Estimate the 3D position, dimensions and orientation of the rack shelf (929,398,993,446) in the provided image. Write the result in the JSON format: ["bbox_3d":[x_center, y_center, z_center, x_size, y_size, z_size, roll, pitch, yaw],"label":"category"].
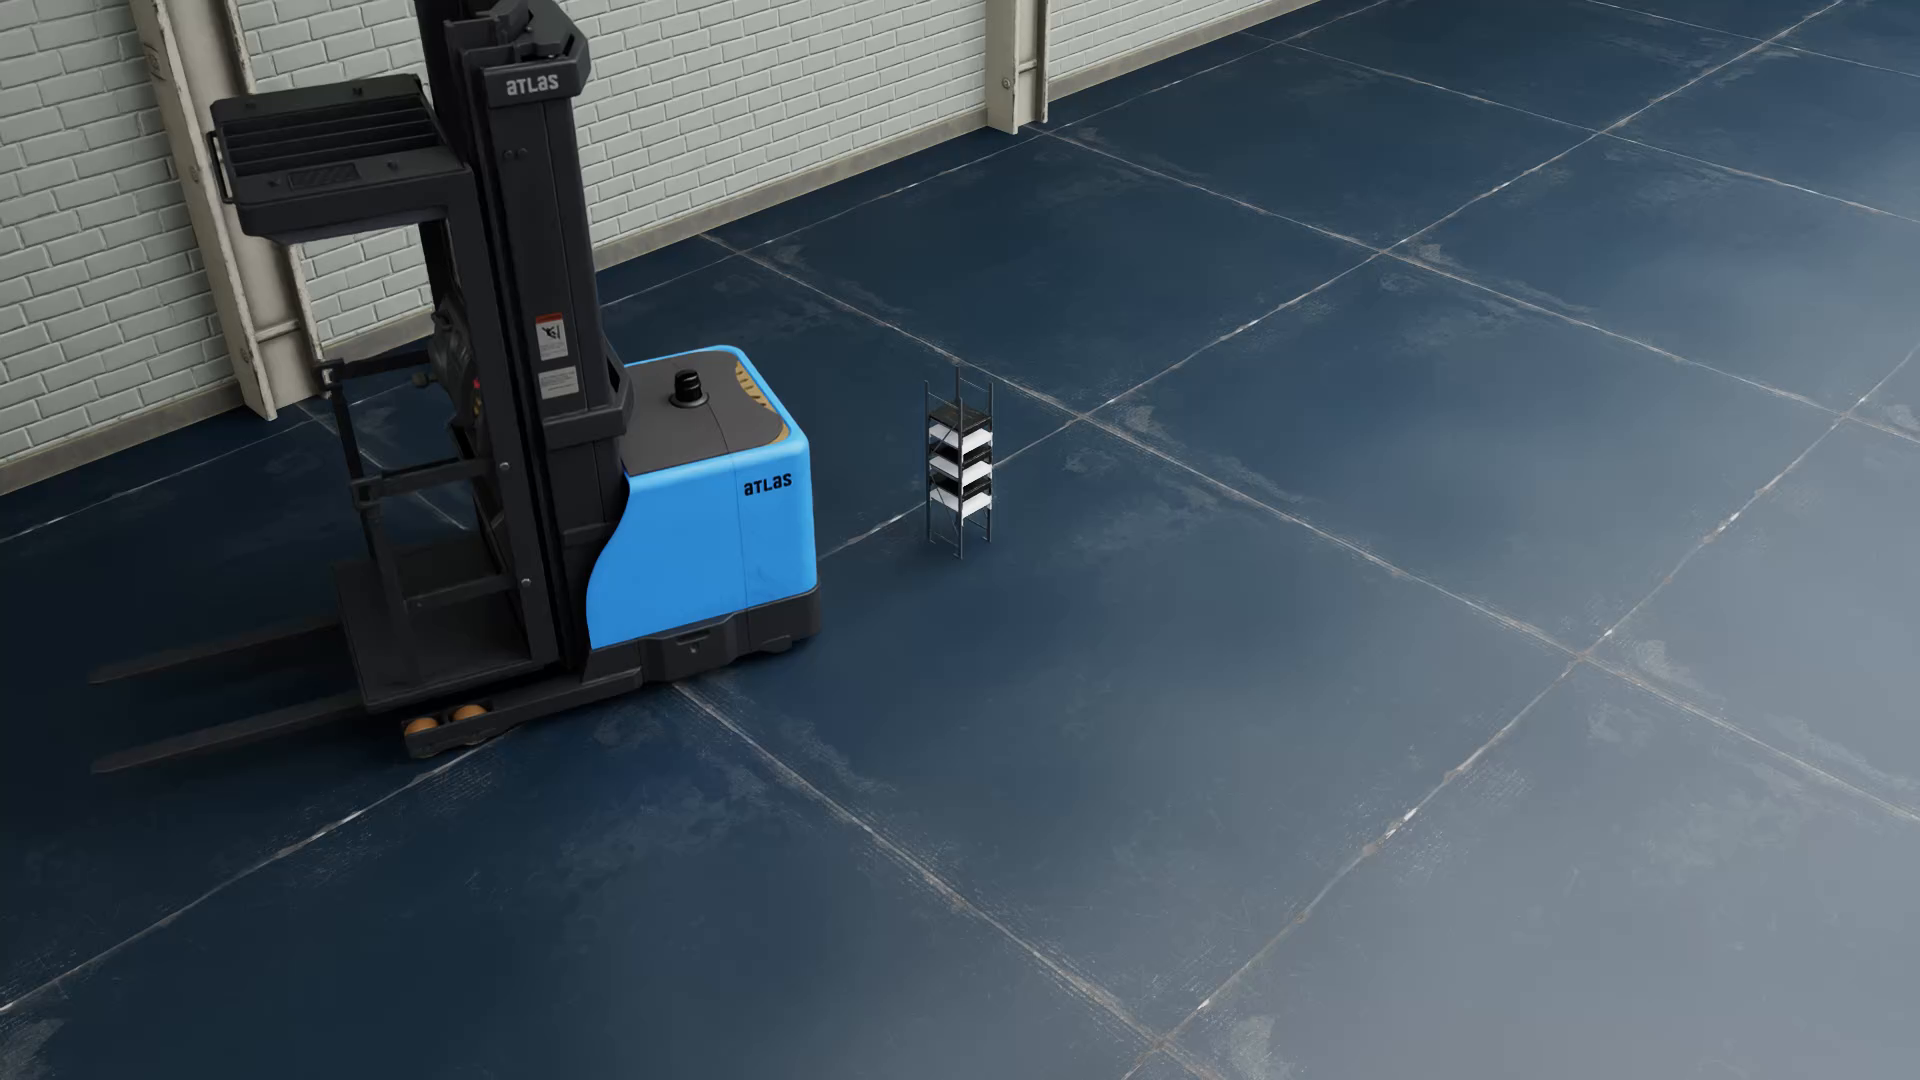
[{"bbox_3d":[-0.006,-0.560,7.852,0.258,0.077,0.200,30,45,35],"label":"rack shelf"}]

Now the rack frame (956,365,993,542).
[{"bbox_3d":[0.066,-0.407,8.047,0.240,0.900,0.006,30,45,35],"label":"rack frame"}]

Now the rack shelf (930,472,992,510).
[{"bbox_3d":[-0.006,-0.265,8.058,0.258,0.077,0.200,30,45,35],"label":"rack shelf"}]

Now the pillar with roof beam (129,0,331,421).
[{"bbox_3d":[-0.738,-2.754,4.333,9.100,9.000,0.400,30,45,35],"label":"pillar with roof beam"}]

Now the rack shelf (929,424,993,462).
[{"bbox_3d":[-0.006,-0.486,7.904,0.258,0.077,0.200,30,45,35],"label":"rack shelf"}]

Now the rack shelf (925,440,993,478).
[{"bbox_3d":[-0.006,-0.412,7.955,0.258,0.077,0.200,30,45,35],"label":"rack shelf"}]

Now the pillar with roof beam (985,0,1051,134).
[{"bbox_3d":[3.490,-5.190,7.825,9.100,9.000,0.400,30,45,35],"label":"pillar with roof beam"}]

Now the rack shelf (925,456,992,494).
[{"bbox_3d":[-0.006,-0.338,8.007,0.258,0.077,0.200,30,45,35],"label":"rack shelf"}]

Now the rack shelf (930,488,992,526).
[{"bbox_3d":[-0.006,-0.191,8.110,0.258,0.077,0.200,30,45,35],"label":"rack shelf"}]

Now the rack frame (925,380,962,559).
[{"bbox_3d":[-0.077,-0.325,7.929,0.240,0.900,0.006,30,45,35],"label":"rack frame"}]

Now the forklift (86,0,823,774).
[{"bbox_3d":[-2.185,-0.638,6.603,3.031,2.935,1.130,-15,38,-20],"label":"forklift"}]

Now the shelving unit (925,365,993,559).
[{"bbox_3d":[-0.006,-0.366,7.988,0.258,0.900,0.210,30,45,35],"label":"shelving unit"}]
